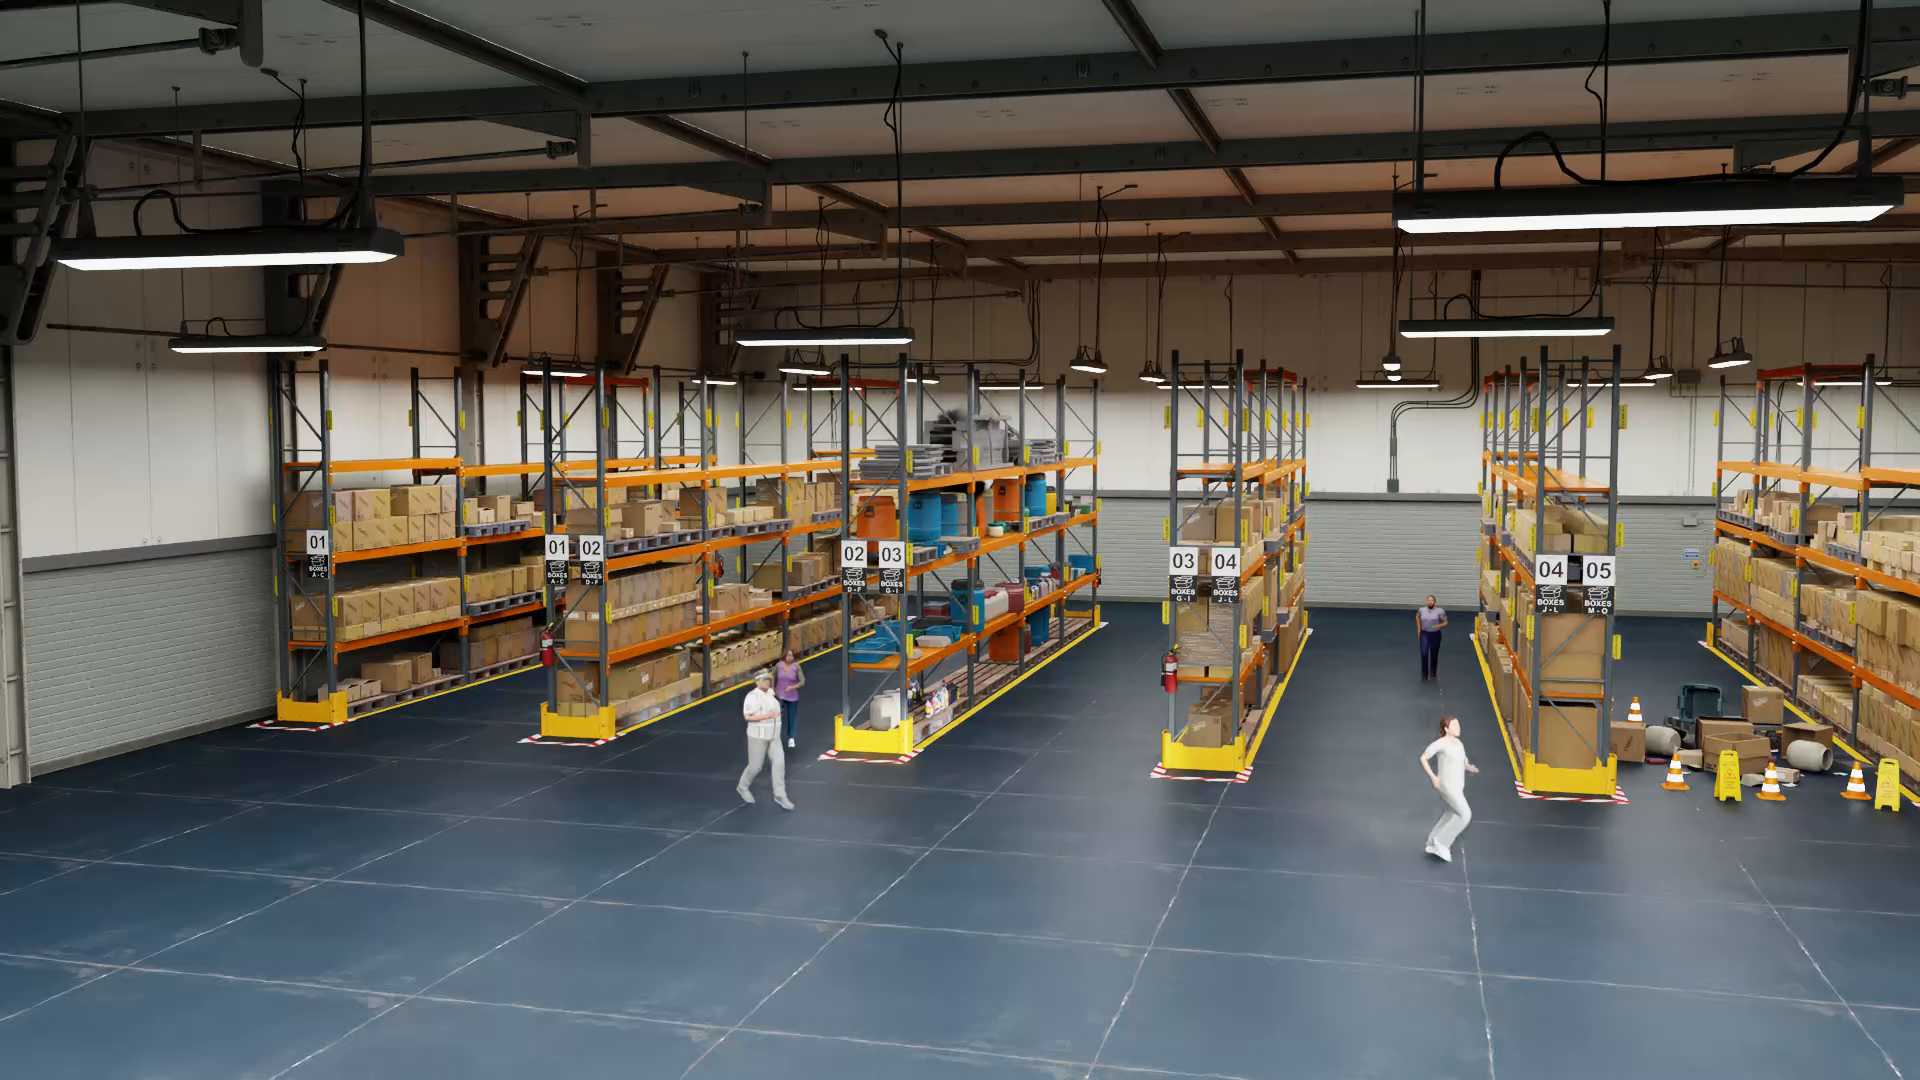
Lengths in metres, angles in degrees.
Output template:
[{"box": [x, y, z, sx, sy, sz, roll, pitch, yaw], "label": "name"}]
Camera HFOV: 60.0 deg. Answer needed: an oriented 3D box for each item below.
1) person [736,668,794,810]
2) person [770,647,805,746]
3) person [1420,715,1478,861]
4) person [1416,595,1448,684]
[{"box": [-2.529, 2.545, 21.469, 0.894, 1.800, 0.652, 4, 5, 41], "label": "person"}, {"box": [-2.591, 2.410, 24.946, 0.538, 1.612, 0.830, 0, 4, -3], "label": "person"}, {"box": [5.571, 2.807, 18.846, 0.538, 1.641, 0.653, -4, 6, -43], "label": "person"}, {"box": [9.054, 1.899, 31.935, 0.597, 1.678, 0.814, 1, 4, 17], "label": "person"}]
